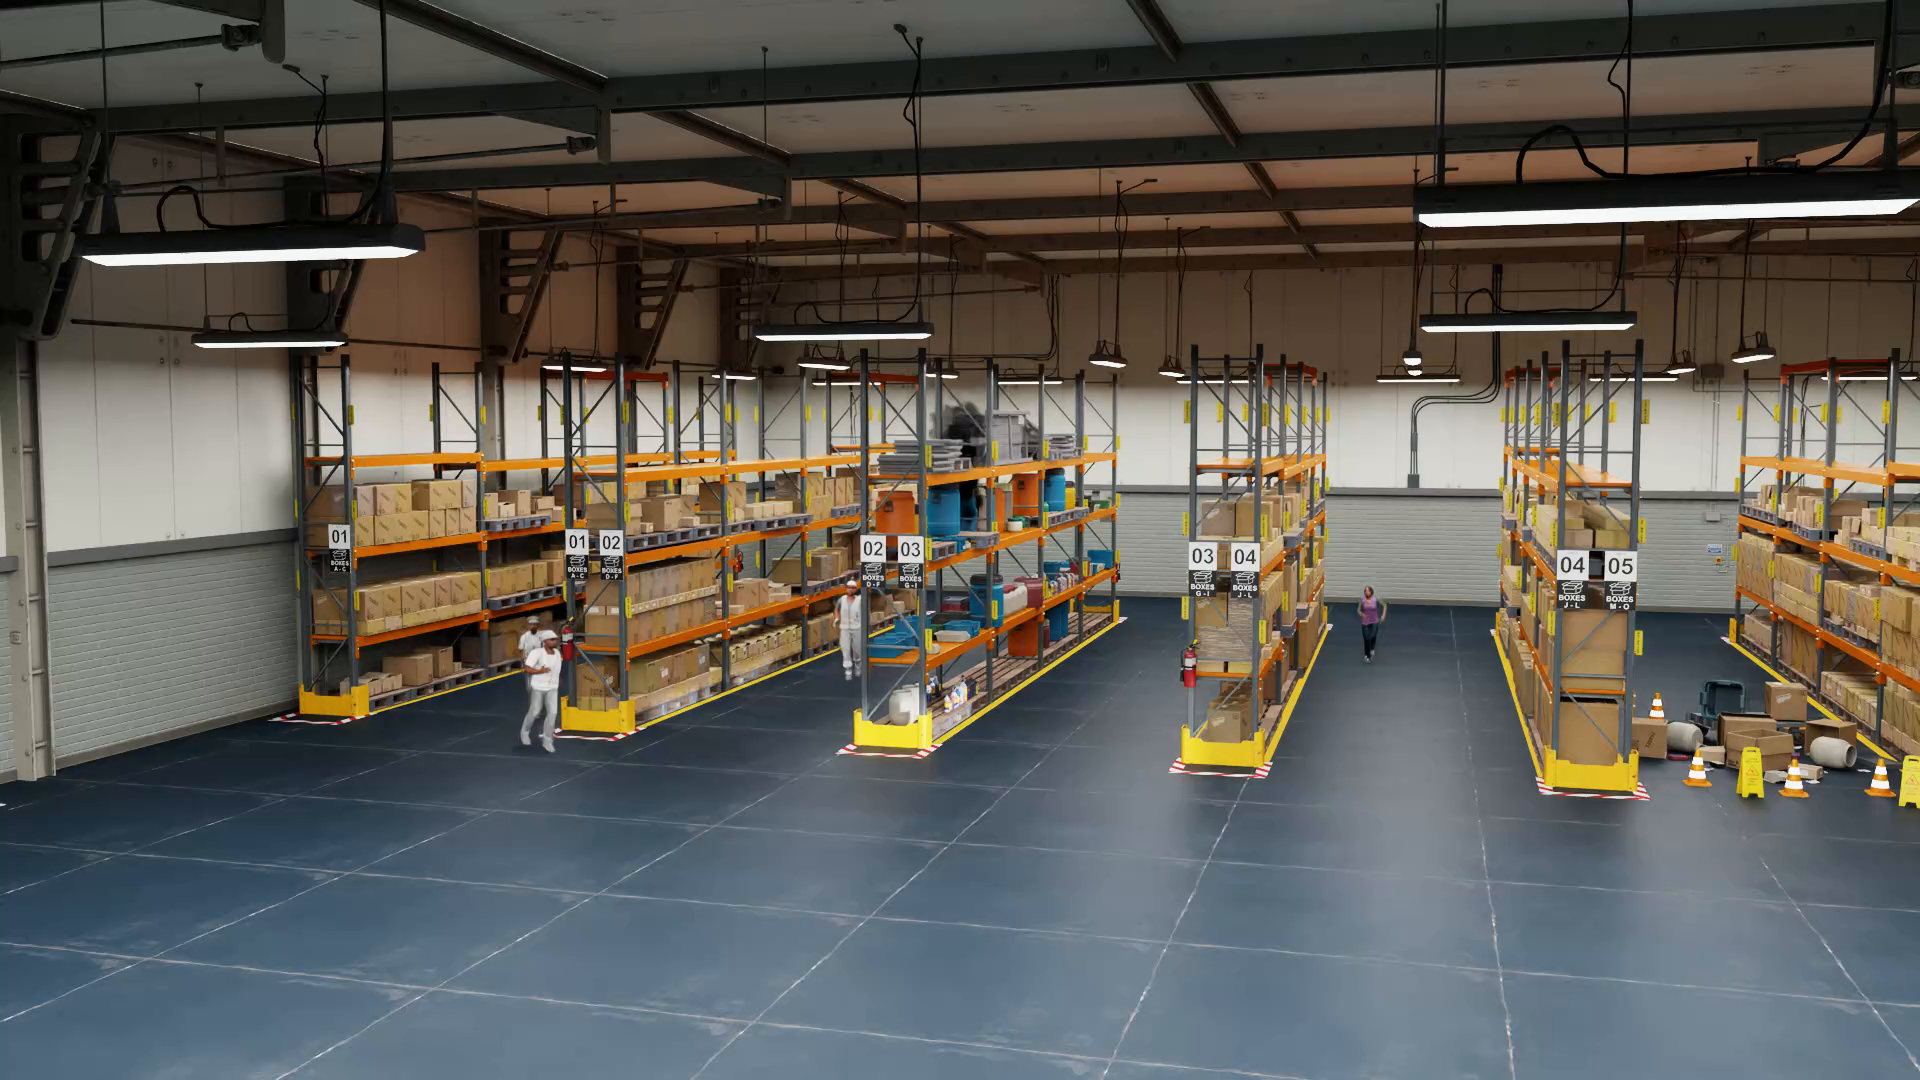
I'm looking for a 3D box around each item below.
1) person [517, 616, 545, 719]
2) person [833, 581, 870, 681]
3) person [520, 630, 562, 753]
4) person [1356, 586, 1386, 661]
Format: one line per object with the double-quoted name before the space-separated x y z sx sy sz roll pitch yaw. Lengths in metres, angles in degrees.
"person" -7.092 2.097 27.757 0.578 1.679 0.782 -1 4 -11
"person" -1.944 1.608 29.655 0.668 1.771 0.779 0 4 5
"person" -6.221 2.247 24.993 0.706 1.781 0.874 -4 6 -40
"person" 8.289 1.697 33.560 0.560 1.555 0.745 2 5 21
